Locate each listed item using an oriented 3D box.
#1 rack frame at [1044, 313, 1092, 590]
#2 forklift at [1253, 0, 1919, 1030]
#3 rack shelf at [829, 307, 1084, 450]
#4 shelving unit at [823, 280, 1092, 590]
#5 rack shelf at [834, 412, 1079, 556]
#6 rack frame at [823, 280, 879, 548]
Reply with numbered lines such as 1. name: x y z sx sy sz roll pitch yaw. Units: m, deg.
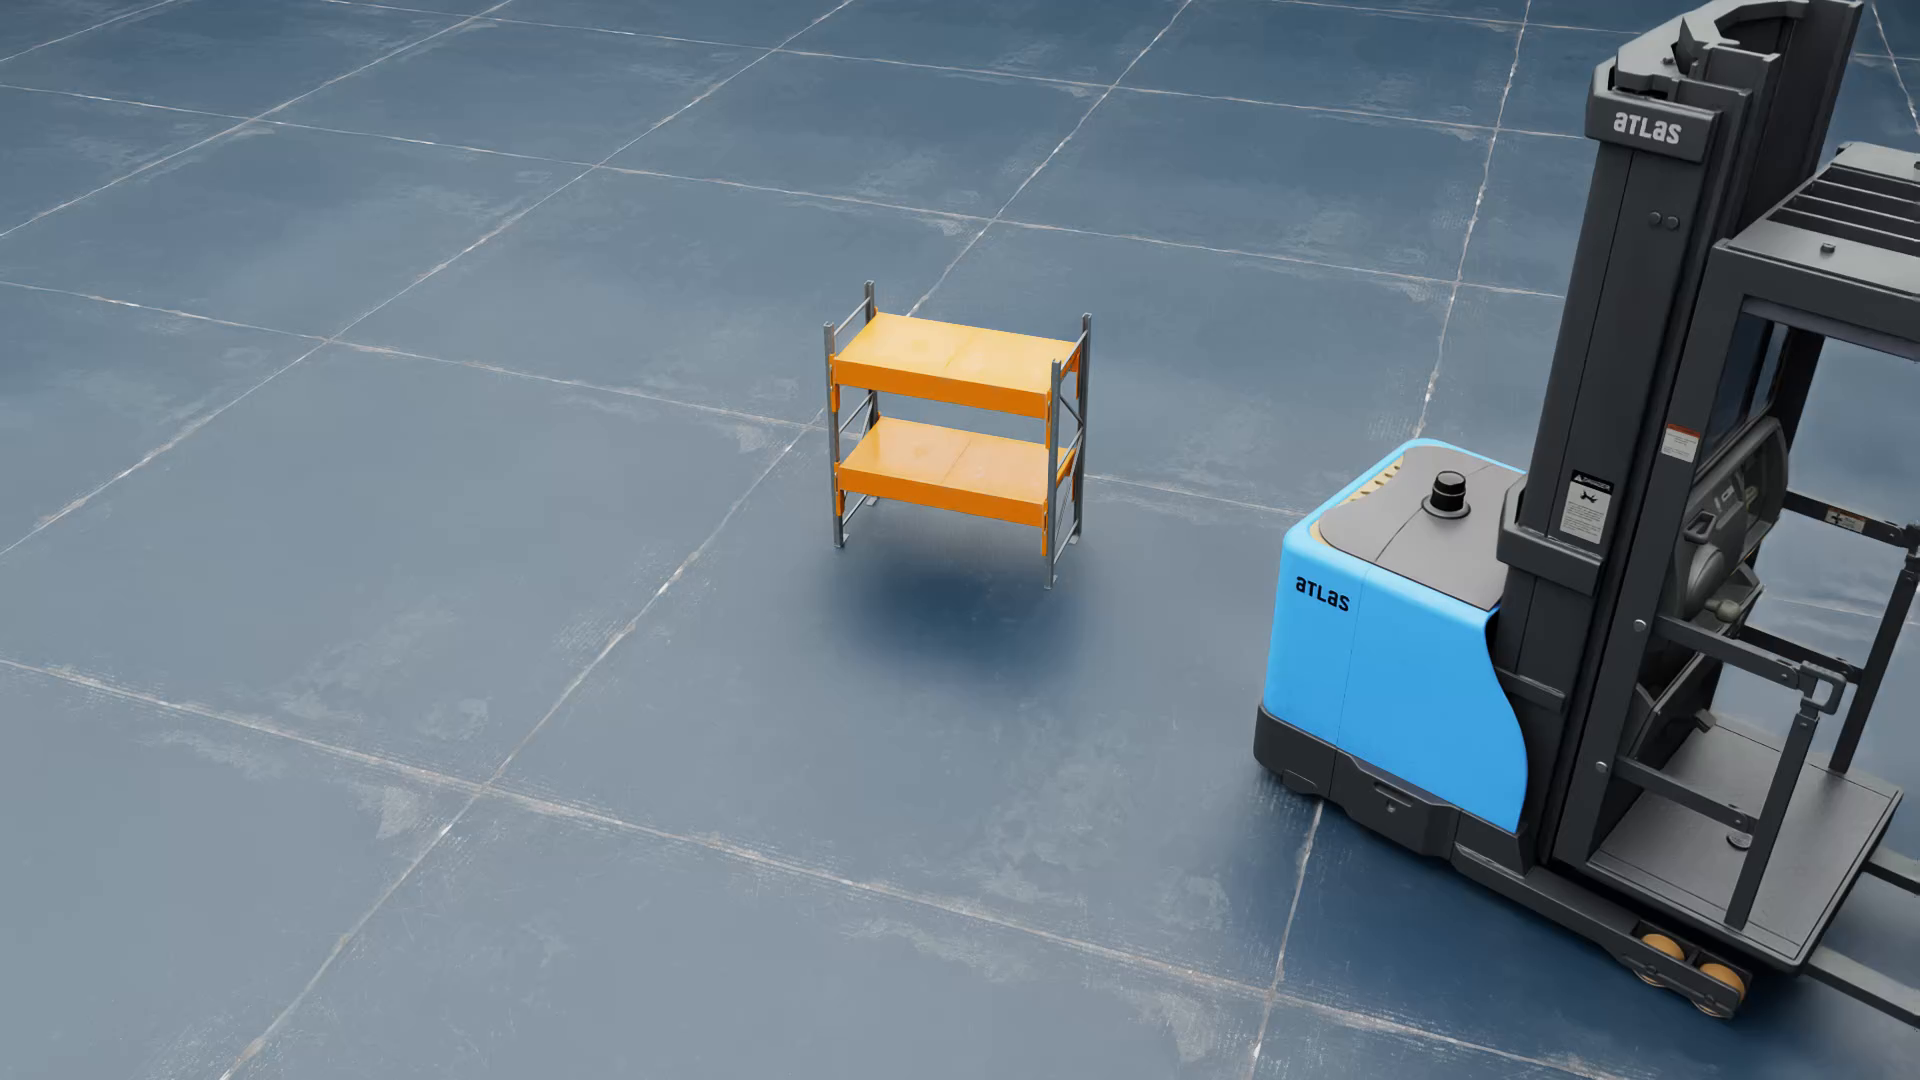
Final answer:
1. rack frame: 0.472 -0.381 7.303 0.032 1.125 0.500 11 34 16
2. forklift: 2.558 -0.019 5.077 3.031 2.935 1.130 26 41 34
3. rack shelf: -0.006 -0.720 7.288 1.000 0.278 0.538 11 34 16
4. shelving unit: -0.006 -0.474 7.447 1.048 1.125 0.538 11 34 16
5. rack shelf: -0.006 -0.268 7.579 1.000 0.278 0.538 11 34 16
6. rack frame: -0.485 -0.567 7.591 0.032 1.125 0.500 11 34 16
